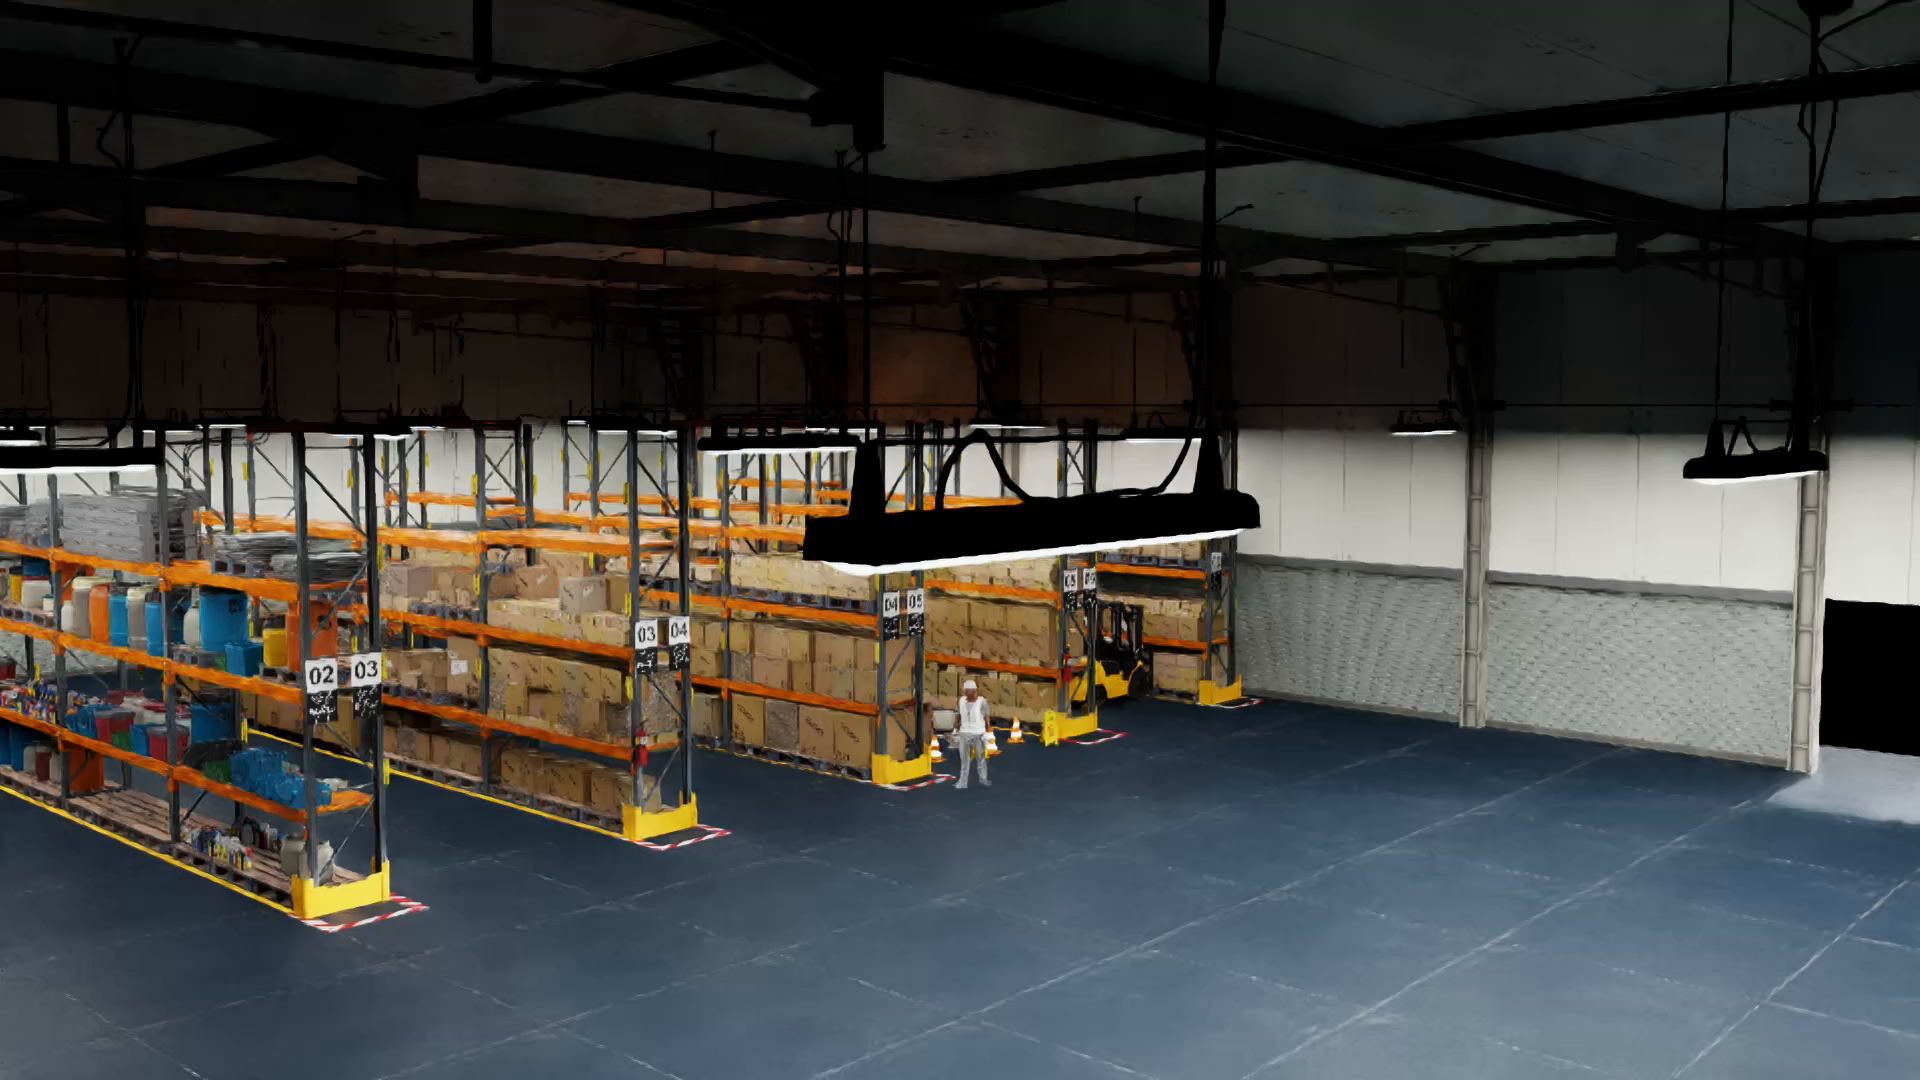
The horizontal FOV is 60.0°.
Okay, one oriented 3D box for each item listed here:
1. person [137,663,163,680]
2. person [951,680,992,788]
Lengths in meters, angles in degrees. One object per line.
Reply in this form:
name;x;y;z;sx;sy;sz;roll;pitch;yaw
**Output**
person;-18.545;2.347;38.140;0.760;1.744;0.673;3;5;29
person;0.164;3.200;27.492;0.681;1.786;0.635;2;5;18
